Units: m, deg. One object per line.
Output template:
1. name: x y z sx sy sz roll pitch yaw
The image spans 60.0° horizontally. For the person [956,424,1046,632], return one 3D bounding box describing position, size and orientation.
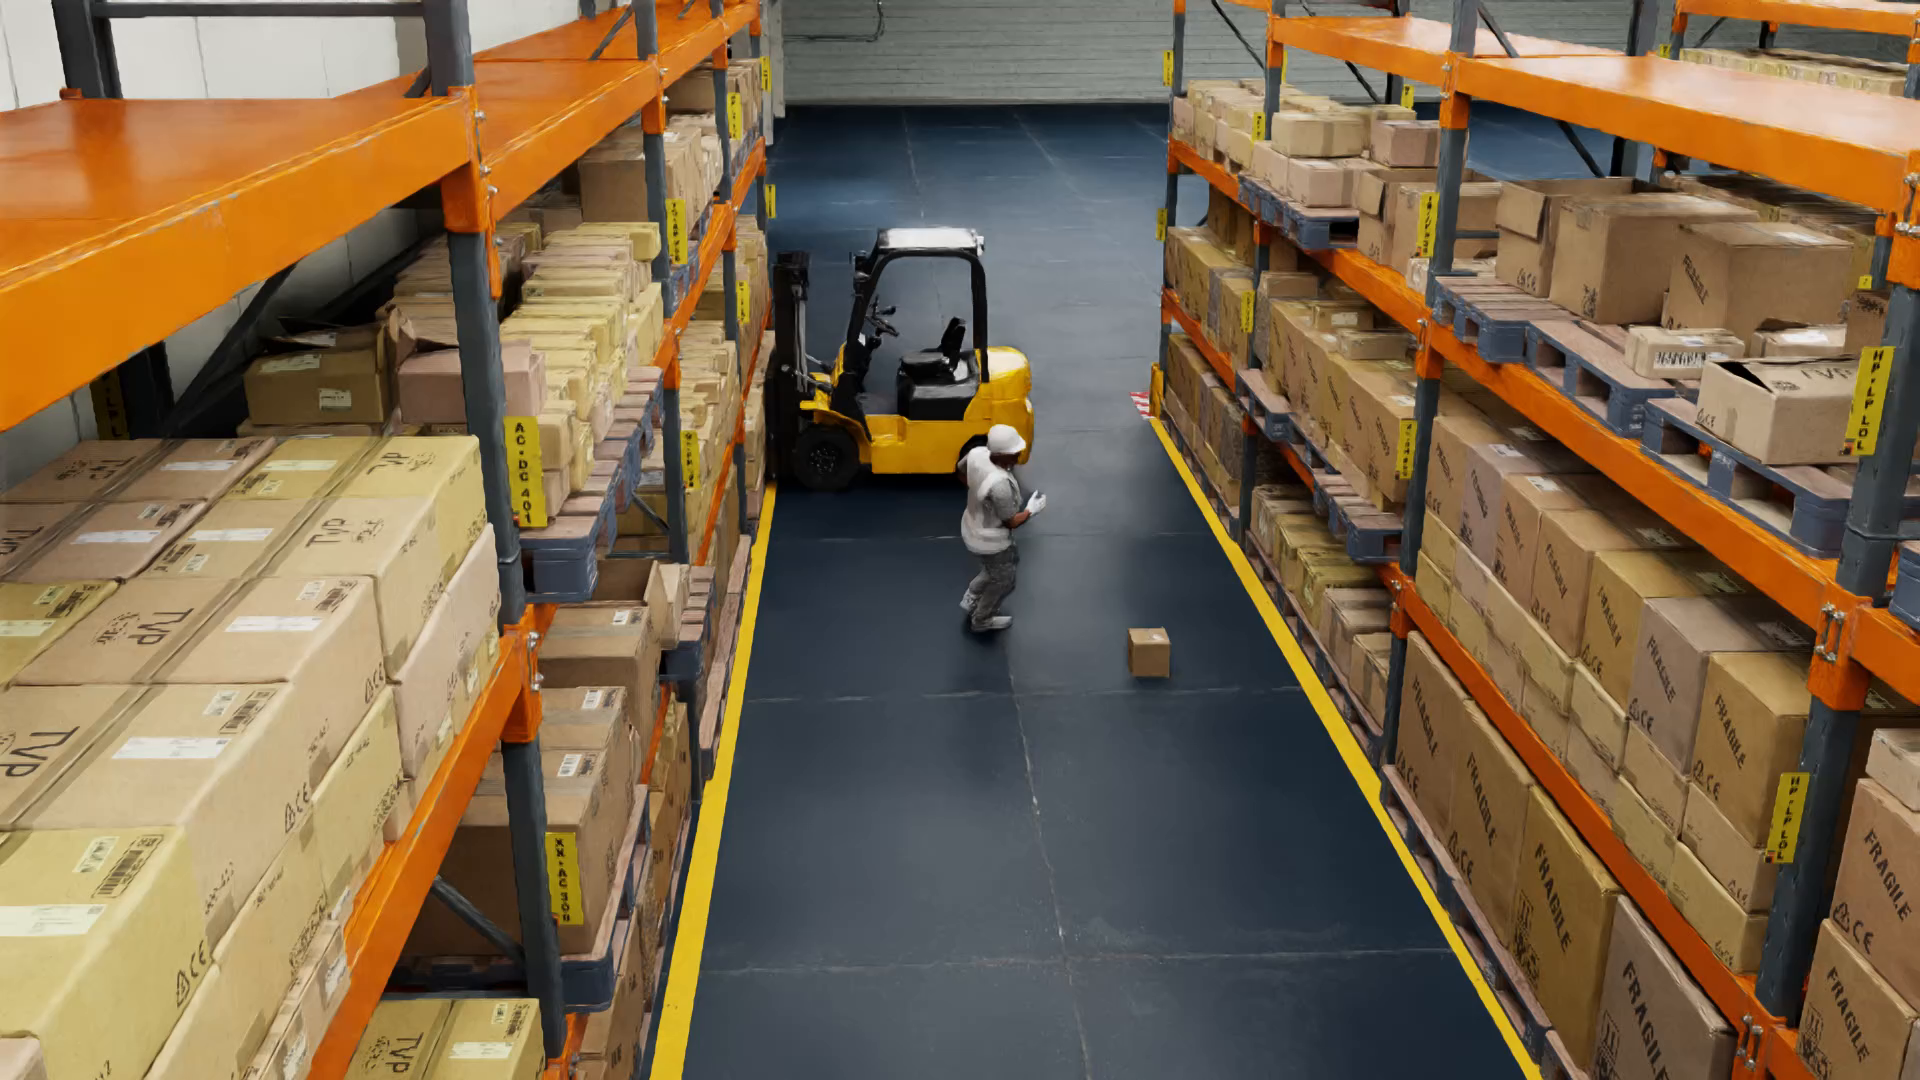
1. person: 0.280 -0.079 11.441 0.573 1.661 0.941 -5 21 -13
